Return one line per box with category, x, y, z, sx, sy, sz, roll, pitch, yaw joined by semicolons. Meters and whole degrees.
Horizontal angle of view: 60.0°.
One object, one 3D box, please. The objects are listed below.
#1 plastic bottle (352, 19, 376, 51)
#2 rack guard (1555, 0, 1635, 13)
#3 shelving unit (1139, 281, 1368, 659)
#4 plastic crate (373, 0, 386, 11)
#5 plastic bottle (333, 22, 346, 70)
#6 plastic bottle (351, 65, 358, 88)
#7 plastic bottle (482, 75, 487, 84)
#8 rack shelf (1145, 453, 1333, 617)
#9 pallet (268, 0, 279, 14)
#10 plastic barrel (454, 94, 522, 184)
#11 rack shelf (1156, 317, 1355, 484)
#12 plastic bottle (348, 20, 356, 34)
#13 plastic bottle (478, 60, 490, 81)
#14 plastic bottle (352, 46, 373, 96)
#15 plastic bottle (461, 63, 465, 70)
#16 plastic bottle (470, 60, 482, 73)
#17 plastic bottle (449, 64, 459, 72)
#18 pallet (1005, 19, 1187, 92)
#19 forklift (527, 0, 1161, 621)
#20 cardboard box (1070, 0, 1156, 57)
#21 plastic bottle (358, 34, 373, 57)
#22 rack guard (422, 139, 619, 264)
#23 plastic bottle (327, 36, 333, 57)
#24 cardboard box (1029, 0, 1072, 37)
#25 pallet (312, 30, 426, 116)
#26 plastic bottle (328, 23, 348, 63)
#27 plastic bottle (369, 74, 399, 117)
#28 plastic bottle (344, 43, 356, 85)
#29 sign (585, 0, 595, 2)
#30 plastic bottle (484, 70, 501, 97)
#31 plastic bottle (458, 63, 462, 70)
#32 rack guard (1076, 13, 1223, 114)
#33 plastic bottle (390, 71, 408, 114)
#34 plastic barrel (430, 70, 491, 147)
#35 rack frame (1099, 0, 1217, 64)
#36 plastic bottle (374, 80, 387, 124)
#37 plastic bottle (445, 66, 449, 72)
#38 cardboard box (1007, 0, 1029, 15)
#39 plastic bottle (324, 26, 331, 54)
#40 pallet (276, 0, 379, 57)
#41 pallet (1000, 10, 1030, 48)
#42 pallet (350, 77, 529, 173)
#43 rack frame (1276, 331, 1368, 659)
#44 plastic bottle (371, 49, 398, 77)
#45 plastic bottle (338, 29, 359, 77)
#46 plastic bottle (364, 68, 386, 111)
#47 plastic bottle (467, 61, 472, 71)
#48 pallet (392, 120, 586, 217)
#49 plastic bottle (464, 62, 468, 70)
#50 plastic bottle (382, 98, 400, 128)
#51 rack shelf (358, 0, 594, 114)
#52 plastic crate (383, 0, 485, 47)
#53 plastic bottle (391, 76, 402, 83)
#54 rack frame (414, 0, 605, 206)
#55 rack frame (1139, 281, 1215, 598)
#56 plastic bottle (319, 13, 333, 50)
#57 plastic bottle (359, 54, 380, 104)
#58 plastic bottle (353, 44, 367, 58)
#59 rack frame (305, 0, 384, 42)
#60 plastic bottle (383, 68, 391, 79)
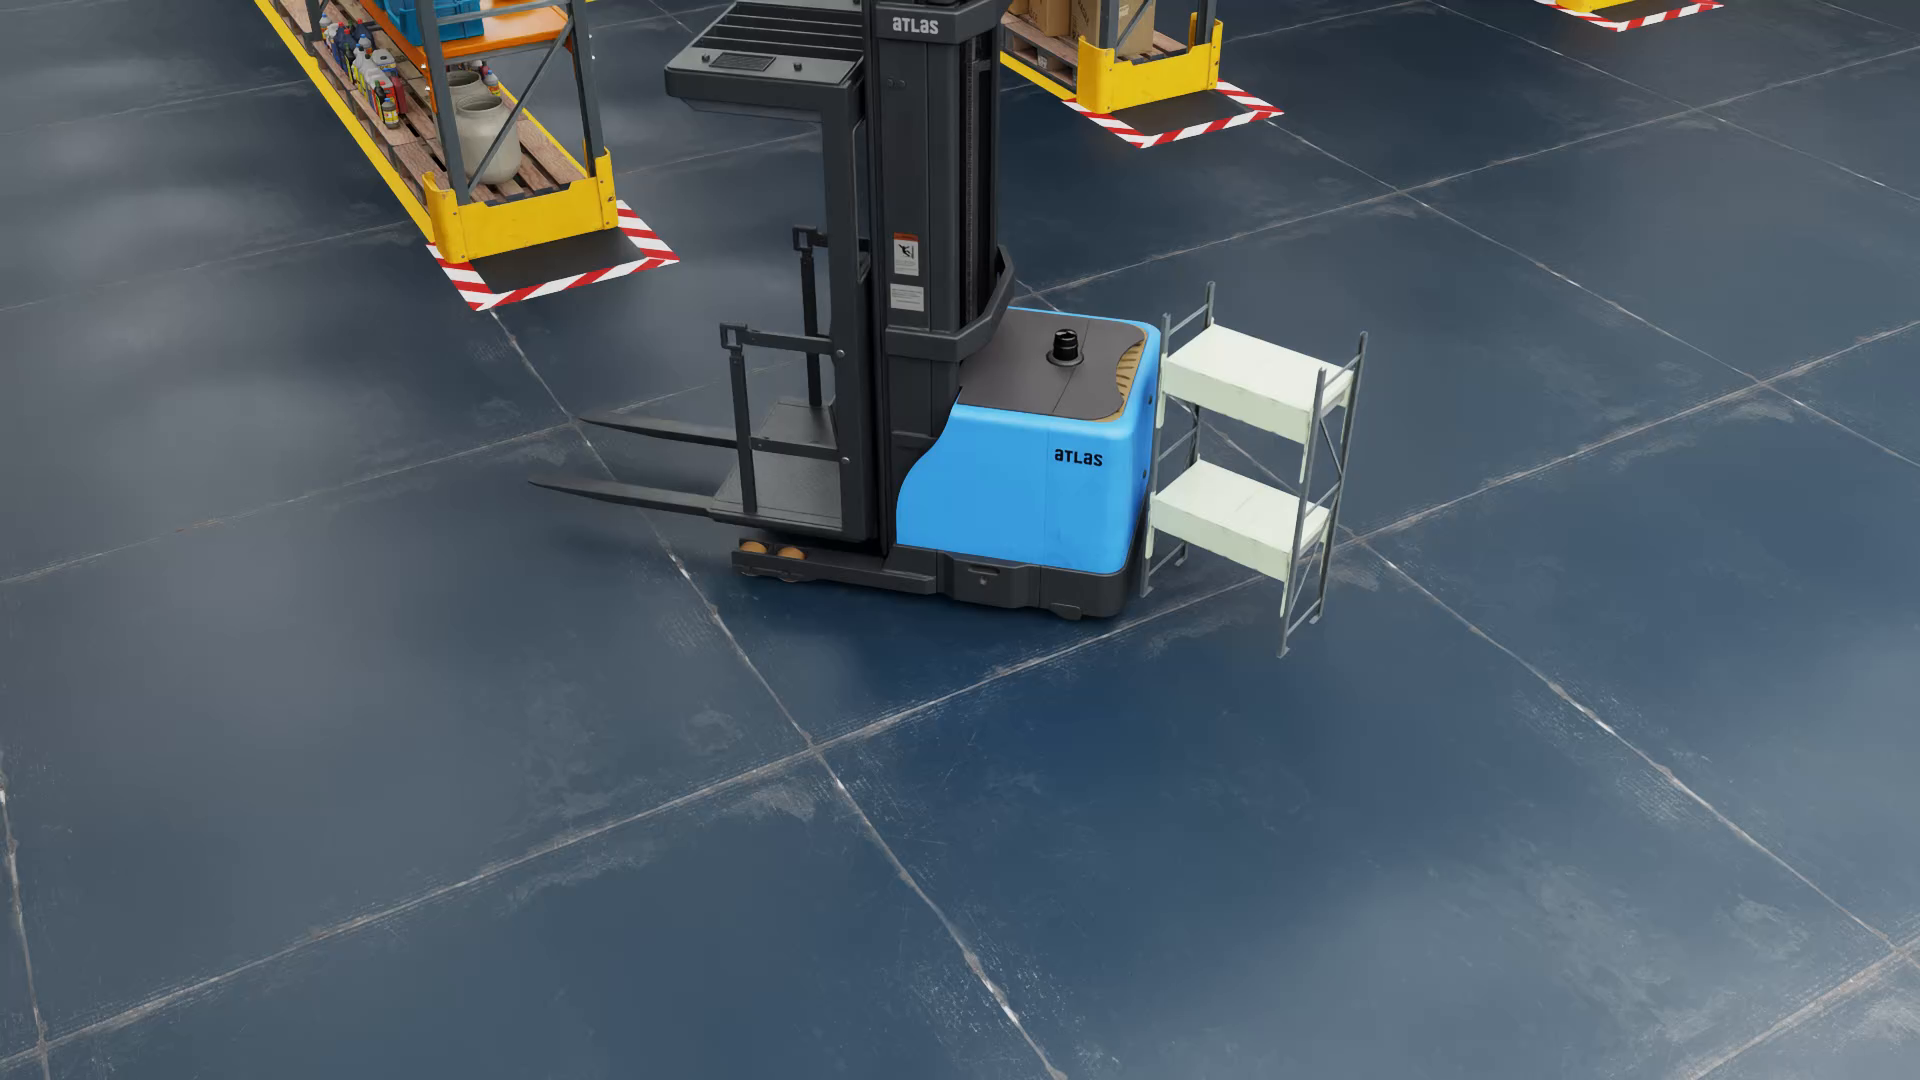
plastic bottle;-4.614;-3.862;12.867;0.144;0.351;0.185;-19;40;-24
rack guard;5.858;-5.070;14.768;1.175;0.500;0.348;-19;40;-24
shelving unit;1.271;-0.295;7.383;0.755;1.500;0.431;24;43;30
plastic crate;-3.607;-3.645;10.824;0.499;0.251;0.408;-19;40;-24
plastic bottle;-4.739;-3.819;12.809;0.144;0.351;0.185;-18;40;-23
plastic bottle;-4.522;-3.511;12.514;0.097;0.201;0.097;0;36;0
plastic bottle;-3.469;-3.323;12.256;0.097;0.201;0.097;0;36;0
rack shelf;1.271;-0.032;7.575;0.720;0.370;0.431;24;43;30
pallet;-5.831;-5.131;15.097;1.003;0.211;1.213;-19;40;-24
plastic barrel;-3.173;-2.684;11.135;0.421;0.512;0.421;0;36;0
rack shelf;1.271;-0.610;7.152;0.720;0.370;0.431;24;43;30
plastic bottle;-4.727;-3.909;12.989;0.061;0.283;0.133;-19;40;-24
plastic bottle;-3.515;-3.424;12.325;0.061;0.283;0.133;-18;40;-23
plastic bottle;-4.430;-3.506;12.380;0.144;0.351;0.185;-19;40;-24
plastic bottle;-3.742;-3.628;12.614;0.097;0.271;0.097;0;36;0
plastic bottle;-3.589;-3.473;12.403;0.097;0.271;0.097;0;36;0
plastic bottle;-3.876;-3.734;12.755;0.152;0.276;0.135;-18;40;-23
pallet;1.091;-4.011;13.563;1.003;0.211;1.213;-19;40;-24
forklift;-0.609;-1.273;7.508;3.031;2.935;1.130;8;37;11
cardboard box;1.207;-4.157;13.162;0.500;0.500;0.500;-12;38;-16
plastic bottle;-4.561;-3.749;12.780;0.097;0.271;0.097;0;36;0
rack guard;-2.855;-2.221;10.867;1.175;0.500;0.348;-19;40;-24
plastic bottle;-4.902;-3.897;13.042;0.097;0.201;0.097;0;36;0
cardboard box;0.877;-4.452;13.565;0.500;0.500;0.500;-9;37;-12
pallet;-4.484;-3.765;13.226;1.003;0.211;1.213;-19;40;-24
plastic bottle;-4.818;-3.874;12.948;0.152;0.276;0.135;-17;40;-22
plastic bottle;-4.181;-3.227;12.061;0.152;0.276;0.135;-19;40;-24
plastic bottle;-4.597;-3.599;12.564;0.061;0.283;0.133;-17;39;-22
sign;-2.298;-3.478;10.235;0.100;0.325;0.005;-19;40;-24
plastic bottle;-3.417;-3.299;12.163;0.097;0.271;0.097;0;36;0
plastic bottle;-3.793;-3.652;12.706;0.097;0.201;0.097;0;36;0
rack guard;1.468;-3.703;12.896;1.175;0.500;0.348;-19;40;-24
plastic bottle;-4.089;-3.262;12.103;0.061;0.283;0.133;-19;40;-24
plastic barrel;-3.424;-2.939;11.485;0.421;0.512;0.421;0;36;0
rack frame;1.507;-4.674;12.106;1.000;3.000;0.127;-19;40;-24
plastic bottle;-4.152;-3.147;11.946;0.061;0.283;0.133;-18;40;-23
plastic bottle;-3.968;-3.705;12.710;0.061;0.283;0.133;-19;40;-24
cardboard box;0.579;-4.777;14.010;0.500;0.500;0.500;-15;39;-20
plastic bottle;-4.953;-3.949;13.113;0.097;0.201;0.097;0;36;0
pallet;-5.214;-4.509;14.244;1.003;0.211;1.213;-19;40;-24
pallet;0.482;-4.632;14.414;1.003;0.211;1.213;-19;40;-24
pallet;-3.867;-3.142;12.373;1.003;0.211;1.213;-19;40;-24
rack frame;1.560;-0.163;7.202;0.023;1.500;0.400;24;43;30
plastic bottle;-4.315;-3.533;12.480;0.152;0.276;0.135;-19;40;-24
plastic bottle;-4.644;-3.723;12.677;0.144;0.351;0.185;-21;41;-26
plastic bottle;-4.250;-3.298;12.158;0.152;0.276;0.135;-20;41;-25
plastic bottle;-3.640;-3.524;12.473;0.097;0.271;0.097;0;36;0
pallet;-3.258;-2.520;11.522;1.003;0.211;1.213;-19;40;-24
plastic bottle;-3.690;-3.547;12.562;0.097;0.201;0.097;0;36;0
plastic bottle;-4.078;-3.060;11.896;0.097;0.201;0.097;0;36;0
rack shelf;-3.781;-3.935;11.705;1.077;0.370;4.000;-19;40;-24
plastic crate;-3.286;-3.312;10.368;0.499;0.251;0.616;-19;40;-24
plastic bottle;-4.152;-3.314;12.244;0.097;0.201;0.097;0;36;0
rack frame;-2.776;-3.206;10.096;1.000;3.000;0.127;-19;40;-24
rack frame;0.981;-0.427;7.563;0.023;1.500;0.400;24;43;30
plastic bottle;-5.004;-4.029;13.164;0.097;0.271;0.097;0;36;0
plastic bottle;-4.337;-3.411;12.250;0.144;0.351;0.185;-17;40;-22
plastic bottle;-4.538;-3.627;12.613;0.097;0.271;0.097;0;36;0
rack frame;-4.785;-5.246;12.889;1.000;3.000;0.127;-19;40;-24
plastic bottle;-4.254;-3.409;12.374;0.097;0.201;0.097;0;36;0
